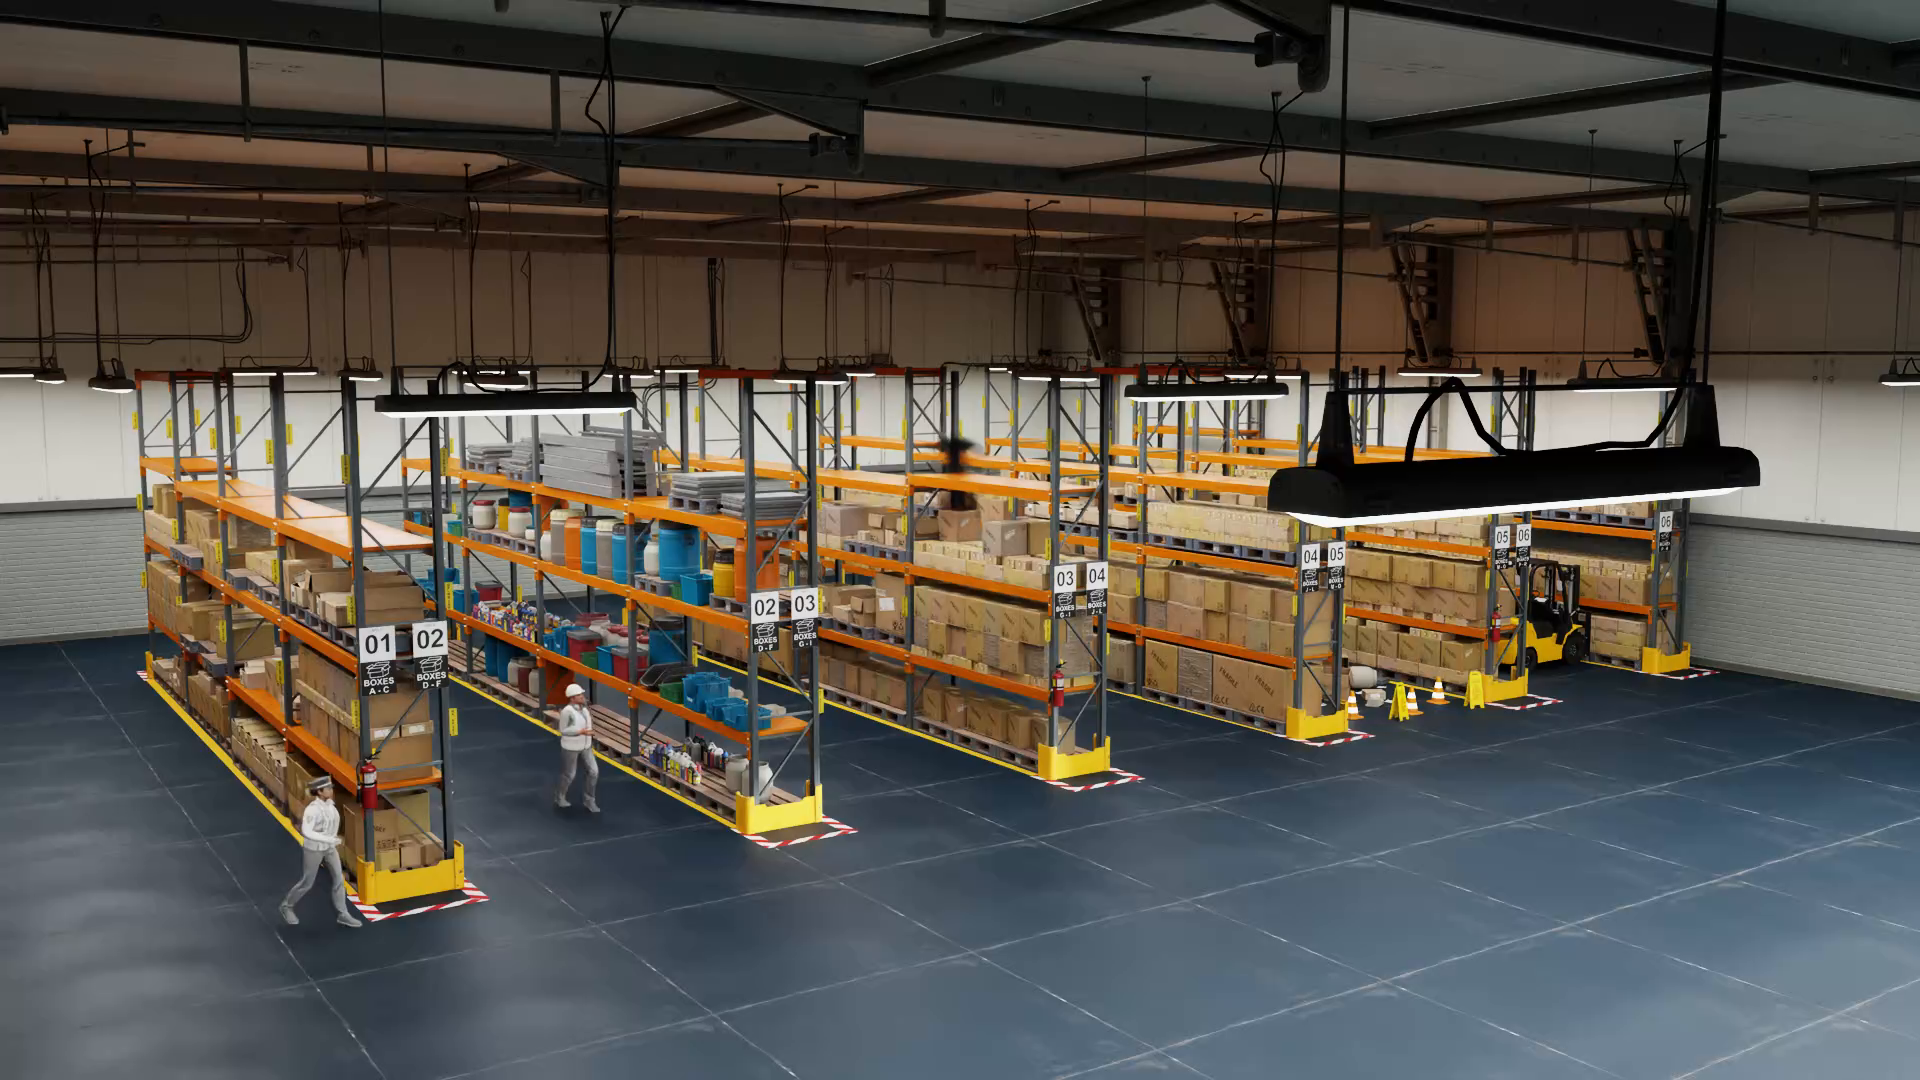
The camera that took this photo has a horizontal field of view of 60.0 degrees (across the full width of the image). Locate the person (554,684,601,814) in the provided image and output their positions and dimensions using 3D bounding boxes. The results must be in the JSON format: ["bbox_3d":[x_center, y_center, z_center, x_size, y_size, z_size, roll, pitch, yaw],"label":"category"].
[{"bbox_3d":[-5.289,2.877,22.858,0.784,1.826,0.629,4,8,34],"label":"person"}]

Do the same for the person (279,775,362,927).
[{"bbox_3d":[-7.045,3.412,18.314,0.931,1.682,0.646,2,7,16],"label":"person"}]

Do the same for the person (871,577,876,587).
[{"bbox_3d":[-2.016,0.738,42.076,0.992,1.651,0.584,-2,7,-18],"label":"person"}]
